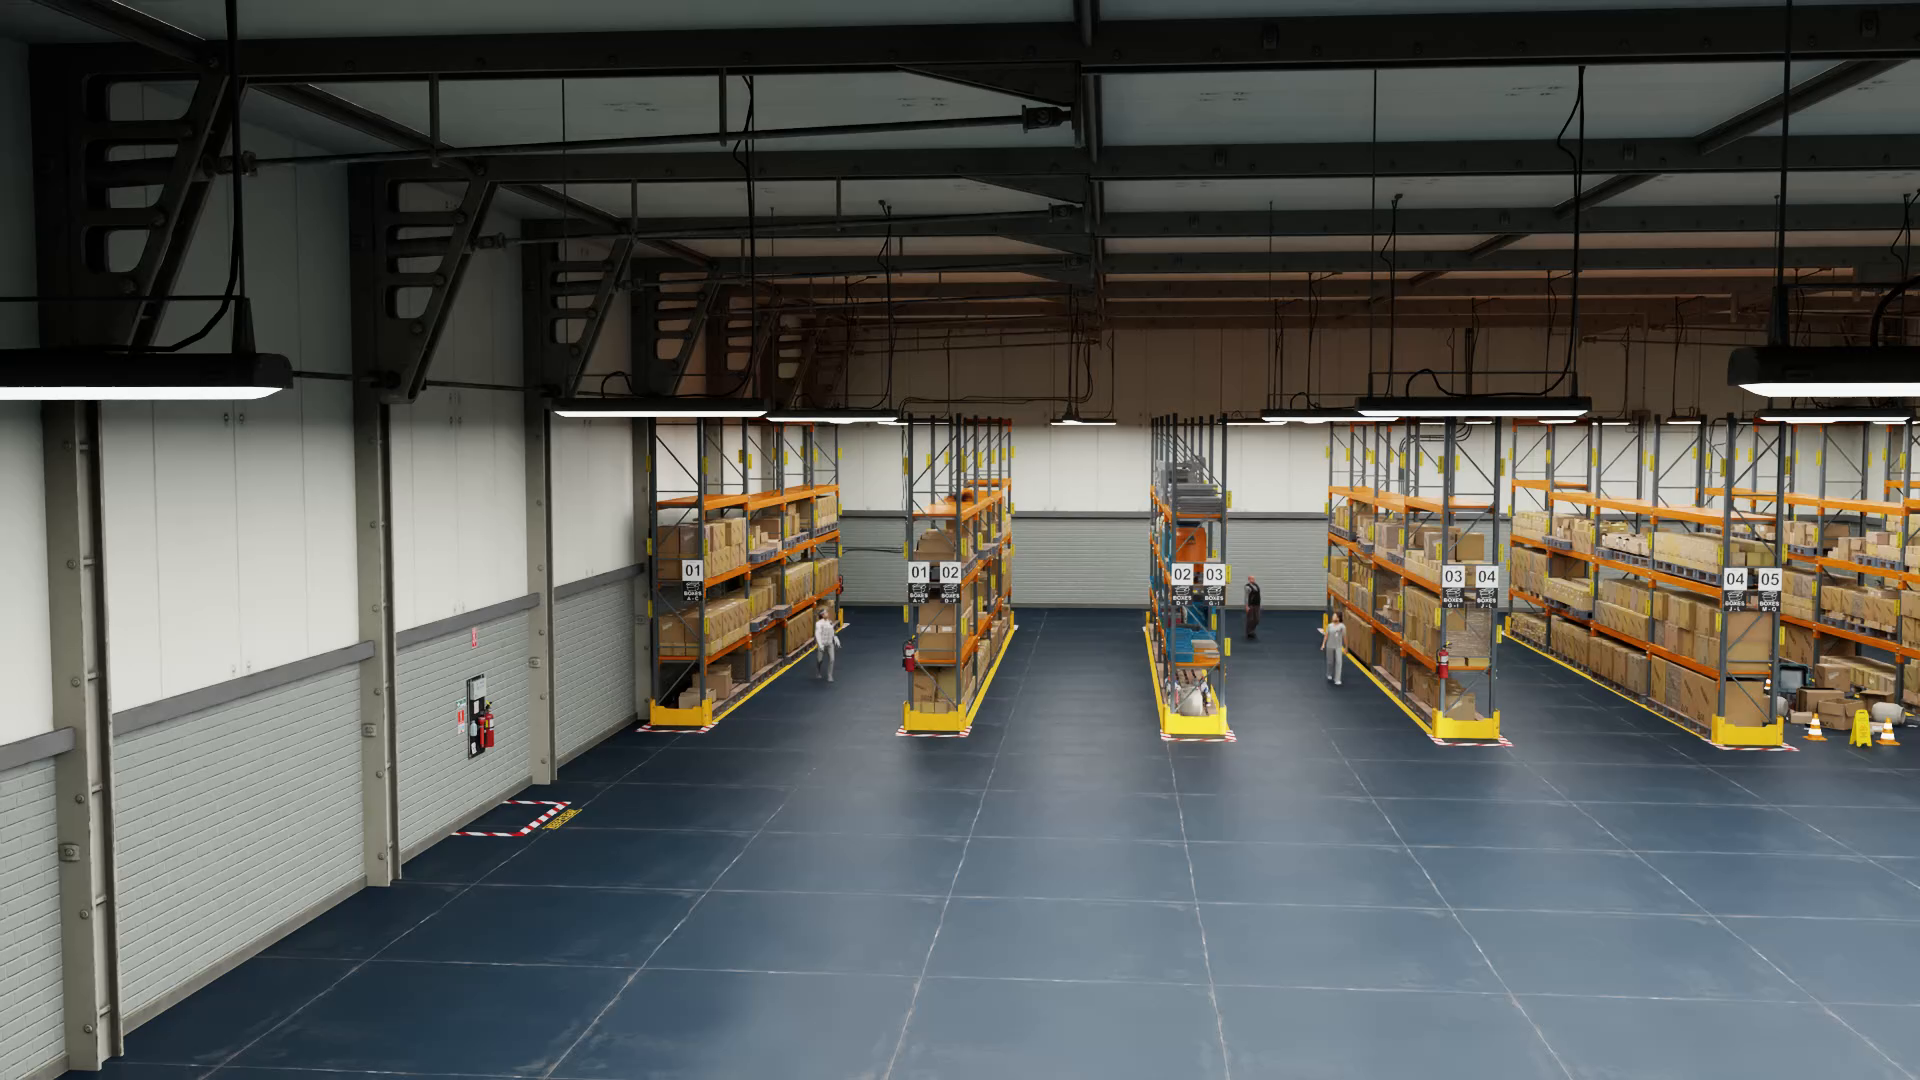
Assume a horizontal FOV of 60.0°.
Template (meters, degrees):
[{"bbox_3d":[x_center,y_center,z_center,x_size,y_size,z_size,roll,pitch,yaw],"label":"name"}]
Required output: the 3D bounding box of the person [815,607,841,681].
[{"bbox_3d":[-3.014,2.361,37.775,0.560,1.660,0.593,-2,4,-26],"label":"person"}]

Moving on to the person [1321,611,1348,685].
[{"bbox_3d":[8.387,2.405,37.225,0.586,1.625,1.014,1,4,9],"label":"person"}]

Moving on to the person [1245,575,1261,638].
[{"bbox_3d":[7.984,1.809,45.458,0.588,1.715,0.437,-3,5,-34],"label":"person"}]
